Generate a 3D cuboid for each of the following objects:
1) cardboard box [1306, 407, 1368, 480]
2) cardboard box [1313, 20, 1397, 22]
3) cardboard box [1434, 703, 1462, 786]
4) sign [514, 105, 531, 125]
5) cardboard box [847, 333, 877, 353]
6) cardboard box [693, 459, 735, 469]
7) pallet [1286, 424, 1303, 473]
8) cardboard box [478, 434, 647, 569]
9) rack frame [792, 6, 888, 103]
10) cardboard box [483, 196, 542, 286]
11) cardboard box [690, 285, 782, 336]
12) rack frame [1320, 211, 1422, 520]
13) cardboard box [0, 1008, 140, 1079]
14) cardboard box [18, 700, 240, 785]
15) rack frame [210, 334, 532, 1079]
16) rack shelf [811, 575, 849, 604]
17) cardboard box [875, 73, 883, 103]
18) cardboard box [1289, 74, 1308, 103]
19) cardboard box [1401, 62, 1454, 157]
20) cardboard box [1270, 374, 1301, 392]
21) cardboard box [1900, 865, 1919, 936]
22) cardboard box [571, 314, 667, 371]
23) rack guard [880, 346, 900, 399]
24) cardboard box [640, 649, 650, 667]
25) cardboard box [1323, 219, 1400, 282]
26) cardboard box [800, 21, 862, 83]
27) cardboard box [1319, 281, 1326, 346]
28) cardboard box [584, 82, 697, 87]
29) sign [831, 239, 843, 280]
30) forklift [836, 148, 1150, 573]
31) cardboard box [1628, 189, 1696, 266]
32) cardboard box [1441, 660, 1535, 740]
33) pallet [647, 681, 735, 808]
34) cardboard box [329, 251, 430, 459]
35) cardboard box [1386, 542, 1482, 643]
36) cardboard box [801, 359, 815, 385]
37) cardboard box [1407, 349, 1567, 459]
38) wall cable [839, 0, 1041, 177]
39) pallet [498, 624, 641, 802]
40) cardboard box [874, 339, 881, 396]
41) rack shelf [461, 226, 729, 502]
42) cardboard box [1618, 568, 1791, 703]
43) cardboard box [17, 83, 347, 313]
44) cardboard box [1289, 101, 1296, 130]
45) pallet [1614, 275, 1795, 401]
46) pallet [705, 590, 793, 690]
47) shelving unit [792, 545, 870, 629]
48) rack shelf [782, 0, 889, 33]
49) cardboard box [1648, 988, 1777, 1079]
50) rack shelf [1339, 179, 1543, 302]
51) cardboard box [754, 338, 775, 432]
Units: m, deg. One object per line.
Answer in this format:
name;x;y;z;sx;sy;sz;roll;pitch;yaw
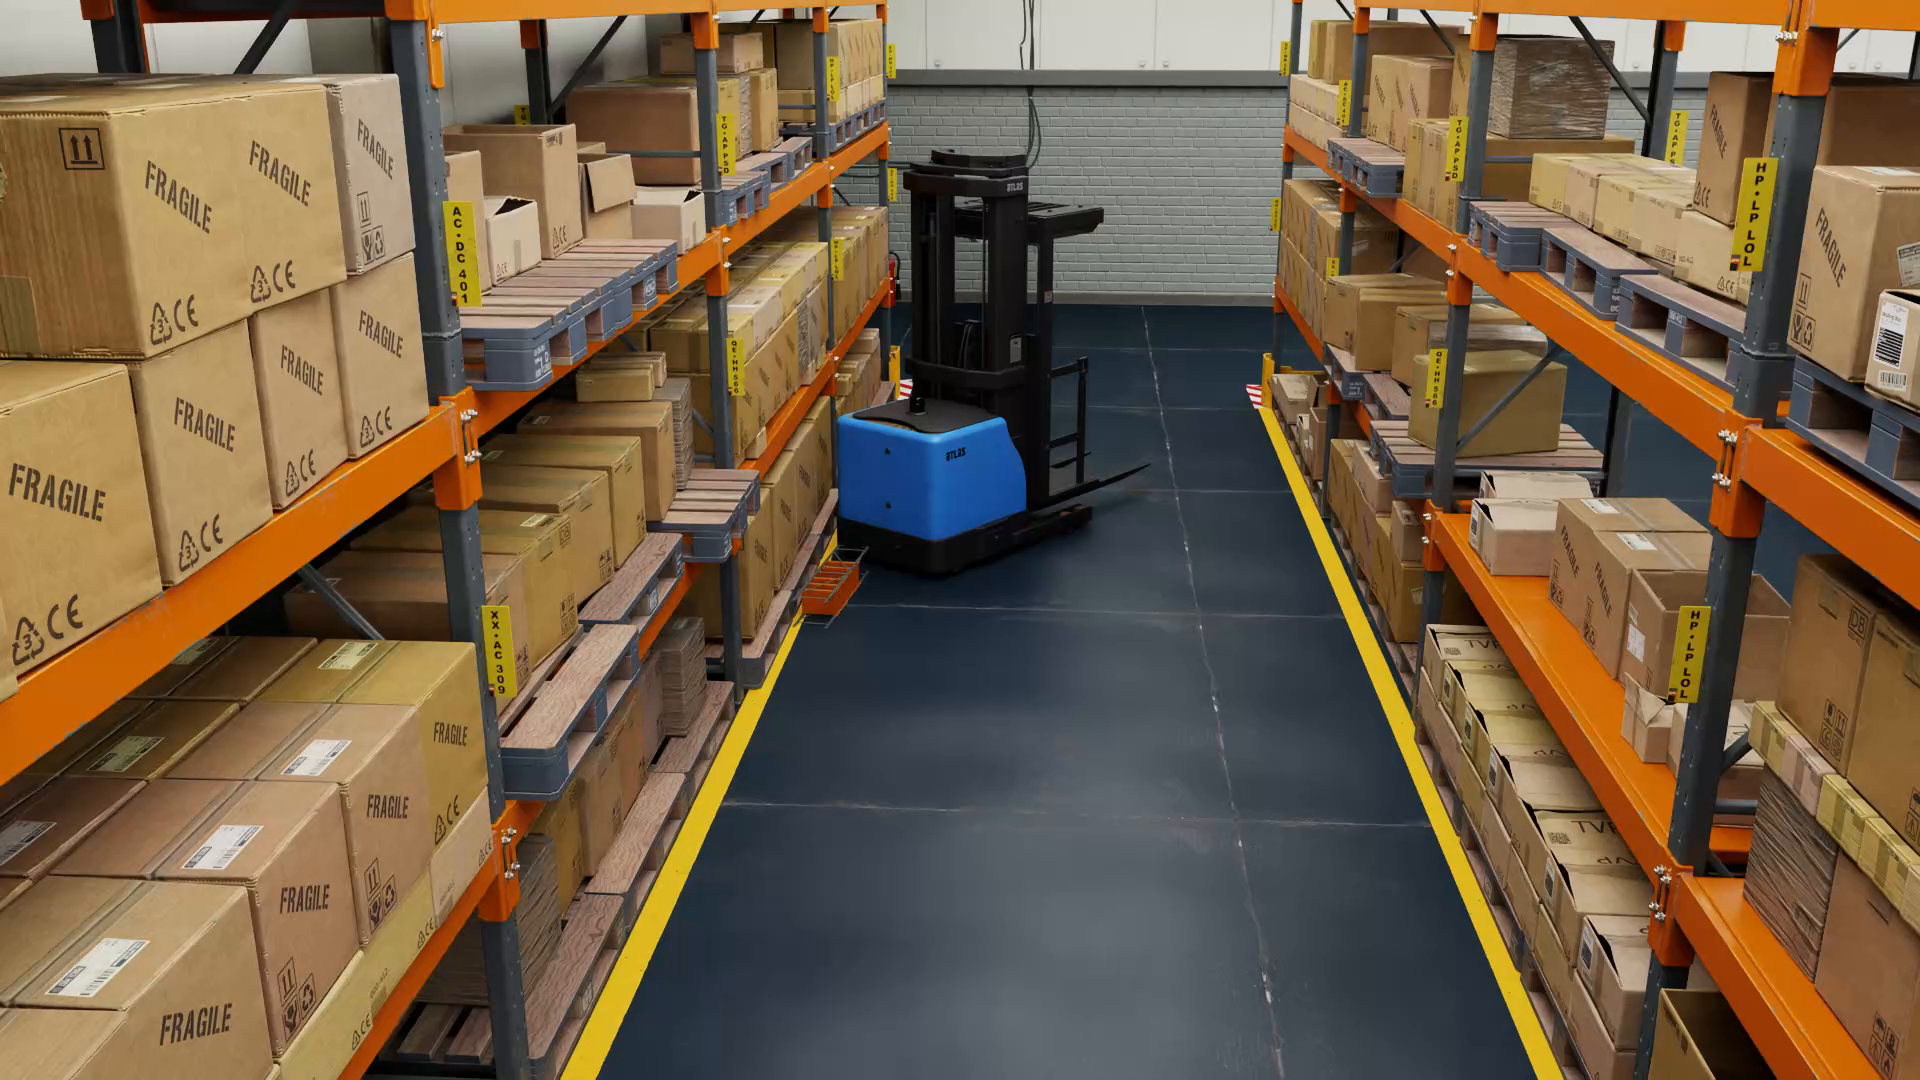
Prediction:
cardboard box;3.184;-0.804;13.866;0.500;0.500;0.500;1;18;4
cardboard box;3.692;-4.630;15.651;0.700;0.500;0.500;1;18;4
cardboard box;2.773;1.063;8.604;0.500;0.250;0.500;1;18;2
sign;-2.355;-2.190;9.014;0.100;0.325;0.005;1;18;4
cardboard box;-1.024;-1.928;16.287;0.380;0.149;0.250;2;18;5
cardboard box;-1.548;-0.453;9.861;0.380;0.149;0.250;1;18;3
pallet;3.561;-0.867;15.230;1.003;0.211;1.213;1;18;4
cardboard box;-1.893;-0.189;7.816;0.700;0.500;0.500;1;18;4
rack frame;-1.229;-5.802;16.177;1.000;3.000;0.127;1;18;4
cardboard box;-1.926;-1.166;6.315;0.500;0.311;0.500;2;18;6
cardboard box;-1.443;-1.478;10.743;0.500;0.250;0.500;1;18;4
rack frame;3.426;-1.599;12.986;1.000;3.000;0.127;1;18;4
cardboard box;-1.953;1.269;3.238;0.500;0.500;0.500;1;18;2
cardboard box;-2.372;0.783;4.719;0.500;0.500;0.500;1;18;4
rack frame;-2.089;0.776;5.737;1.000;3.000;0.127;1;18;4
rack shelf;-0.906;0.339;11.579;0.258;0.180;0.103;3;18;10
cardboard box;-1.017;-4.319;15.874;0.500;0.250;0.500;2;18;6
cardboard box;3.416;-4.279;15.786;0.500;0.250;0.500;1;18;4
cardboard box;3.223;-2.750;10.685;0.600;0.600;0.600;1;18;2
cardboard box;3.340;-1.573;16.779;0.380;0.149;0.250;1;18;4
cardboard box;2.568;0.926;4.077;0.380;0.149;0.250;1;18;2
cardboard box;-2.028;-1.168;9.794;0.500;0.250;0.500;2;18;5
rack guard;-1.227;-1.770;17.523;1.175;0.500;0.348;1;18;4
cardboard box;-1.905;0.557;8.510;0.500;0.250;0.500;2;18;5
cardboard box;3.204;-2.285;13.312;0.500;0.500;0.500;1;18;4
cardboard box;-1.124;-4.195;14.291;0.500;0.500;0.500;1;18;4
cardboard box;3.206;-1.808;13.462;0.500;0.500;0.500;2;18;5
cardboard box;-1.839;-2.466;9.947;0.700;0.500;0.500;0;18;1
sign;-0.974;-2.212;13.124;0.100;0.325;0.005;1;18;4
forklift;0.400;-1.542;12.923;1.130;2.935;3.031;15;23;37
cardboard box;3.050;-1.261;6.702;0.500;0.250;0.500;0;18;-1
cardboard box;2.779;0.803;8.495;0.500;0.311;0.500;1;18;3
pallet;-1.860;1.102;9.222;1.003;0.211;1.213;1;18;4
cardboard box;-1.879;-0.543;4.753;0.500;0.500;0.500;2;18;5
cardboard box;2.972;0.326;10.418;0.500;0.500;0.500;2;18;6
cardboard box;-1.276;-1.246;12.278;0.380;0.149;0.250;1;18;4
cardboard box;3.072;-0.802;9.718;0.700;0.500;0.500;-5;19;-15
wall cable;-0.467;-6.075;21.997;3.097;2.526;0.112;1;18;4
pallet;-1.889;0.633;6.481;1.003;0.211;1.213;1;18;4
cardboard box;-1.179;-1.743;16.765;0.700;0.500;0.500;1;18;4
rack shelf;-1.946;-0.929;7.278;1.077;0.370;4.000;1;18;4
cardboard box;2.961;0.436;6.614;0.500;0.500;0.500;3;18;8
cardboard box;-1.883;-0.848;4.079;0.500;0.500;0.500;2;18;7
cardboard box;3.422;-4.042;15.864;0.500;0.250;0.500;1;18;4
pallet;2.902;-0.723;5.803;0.805;0.209;1.217;1;18;2
pallet;-1.671;0.616;10.705;1.003;0.211;1.213;1;18;4
shelving unit;-0.892;0.315;11.649;0.258;0.189;1.200;3;18;10
rack shelf;-1.372;-4.649;14.456;1.077;0.370;4.000;1;18;4
cardboard box;2.507;1.773;5.231;0.500;0.500;0.500;1;18;4
rack shelf;3.282;-2.061;10.735;1.077;0.370;4.000;1;18;4
cardboard box;-1.465;-0.972;10.402;0.500;0.500;0.500;2;18;6
